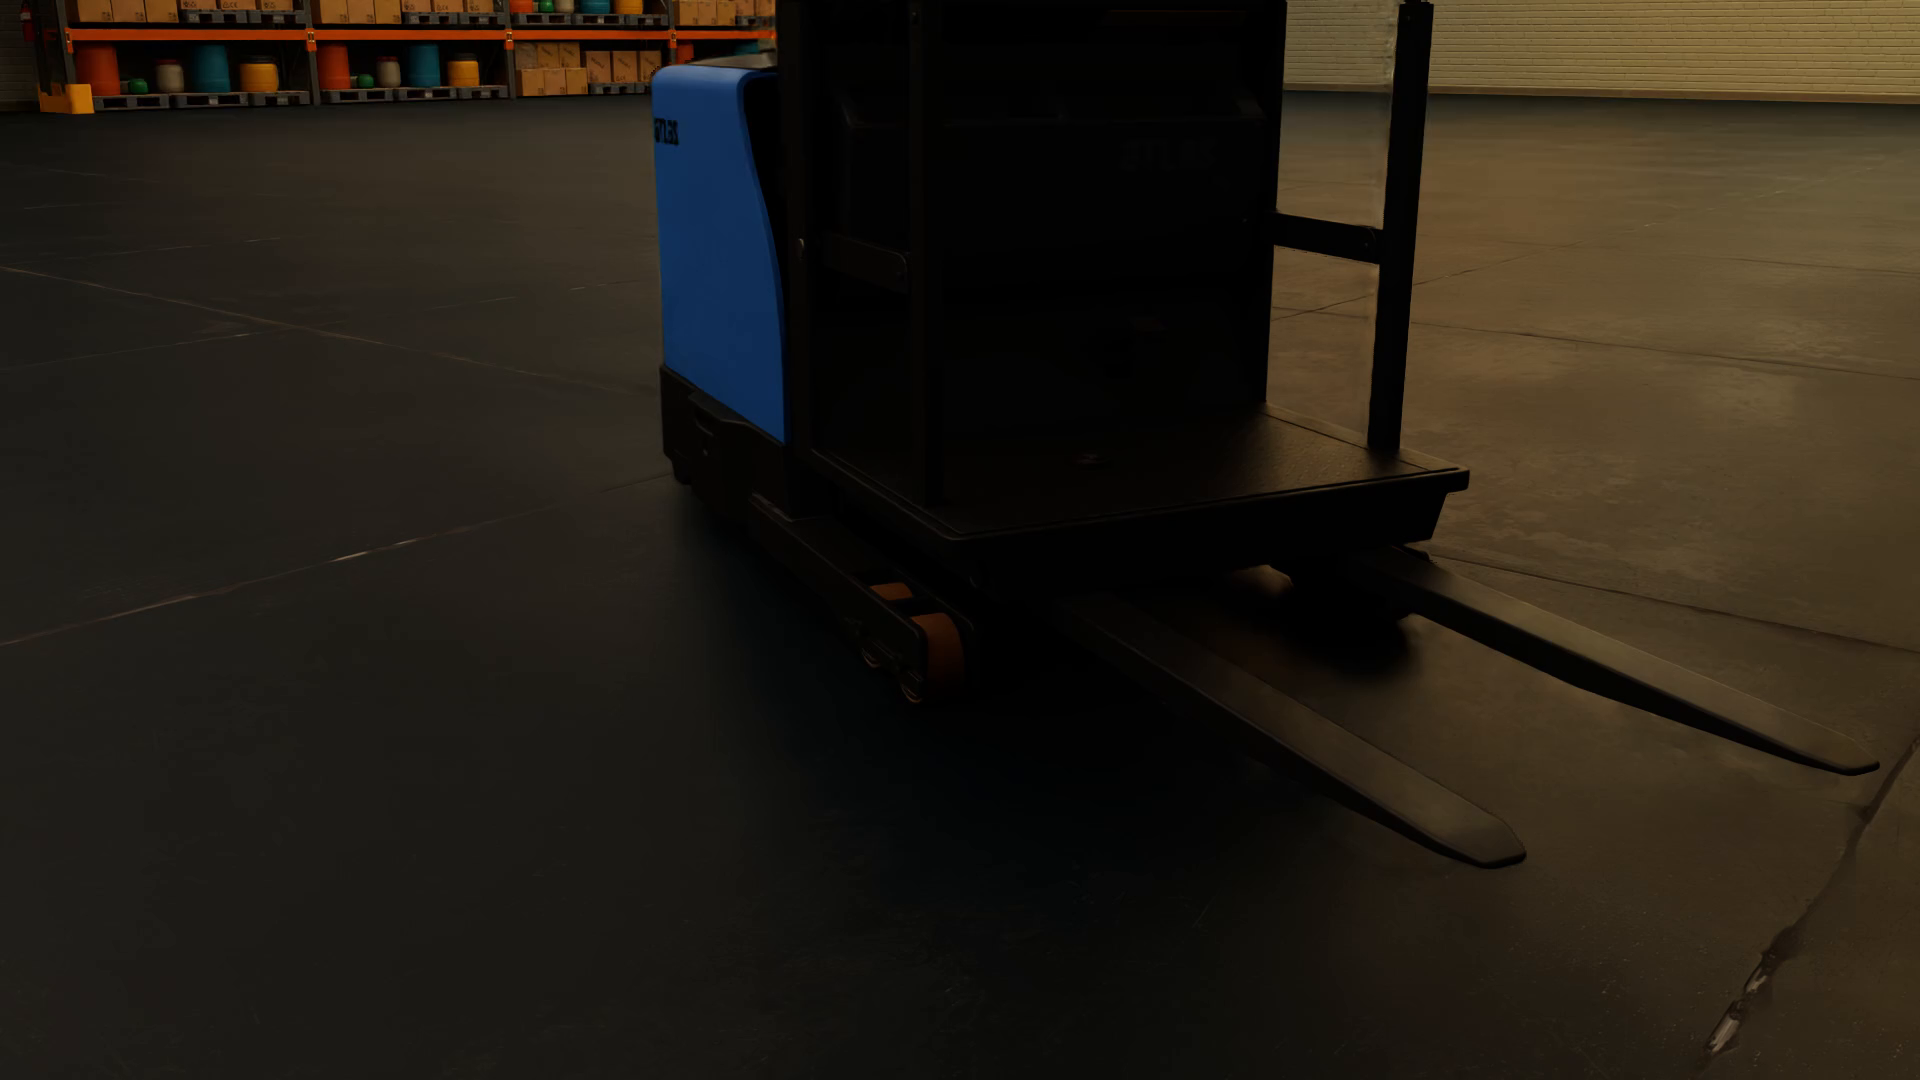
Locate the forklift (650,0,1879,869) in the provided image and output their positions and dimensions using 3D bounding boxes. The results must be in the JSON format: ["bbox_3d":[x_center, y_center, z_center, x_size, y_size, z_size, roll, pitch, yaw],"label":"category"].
[{"bbox_3d":[0.280,-1.251,3.017,1.130,2.935,3.031,-8,18,-24],"label":"forklift"}]
